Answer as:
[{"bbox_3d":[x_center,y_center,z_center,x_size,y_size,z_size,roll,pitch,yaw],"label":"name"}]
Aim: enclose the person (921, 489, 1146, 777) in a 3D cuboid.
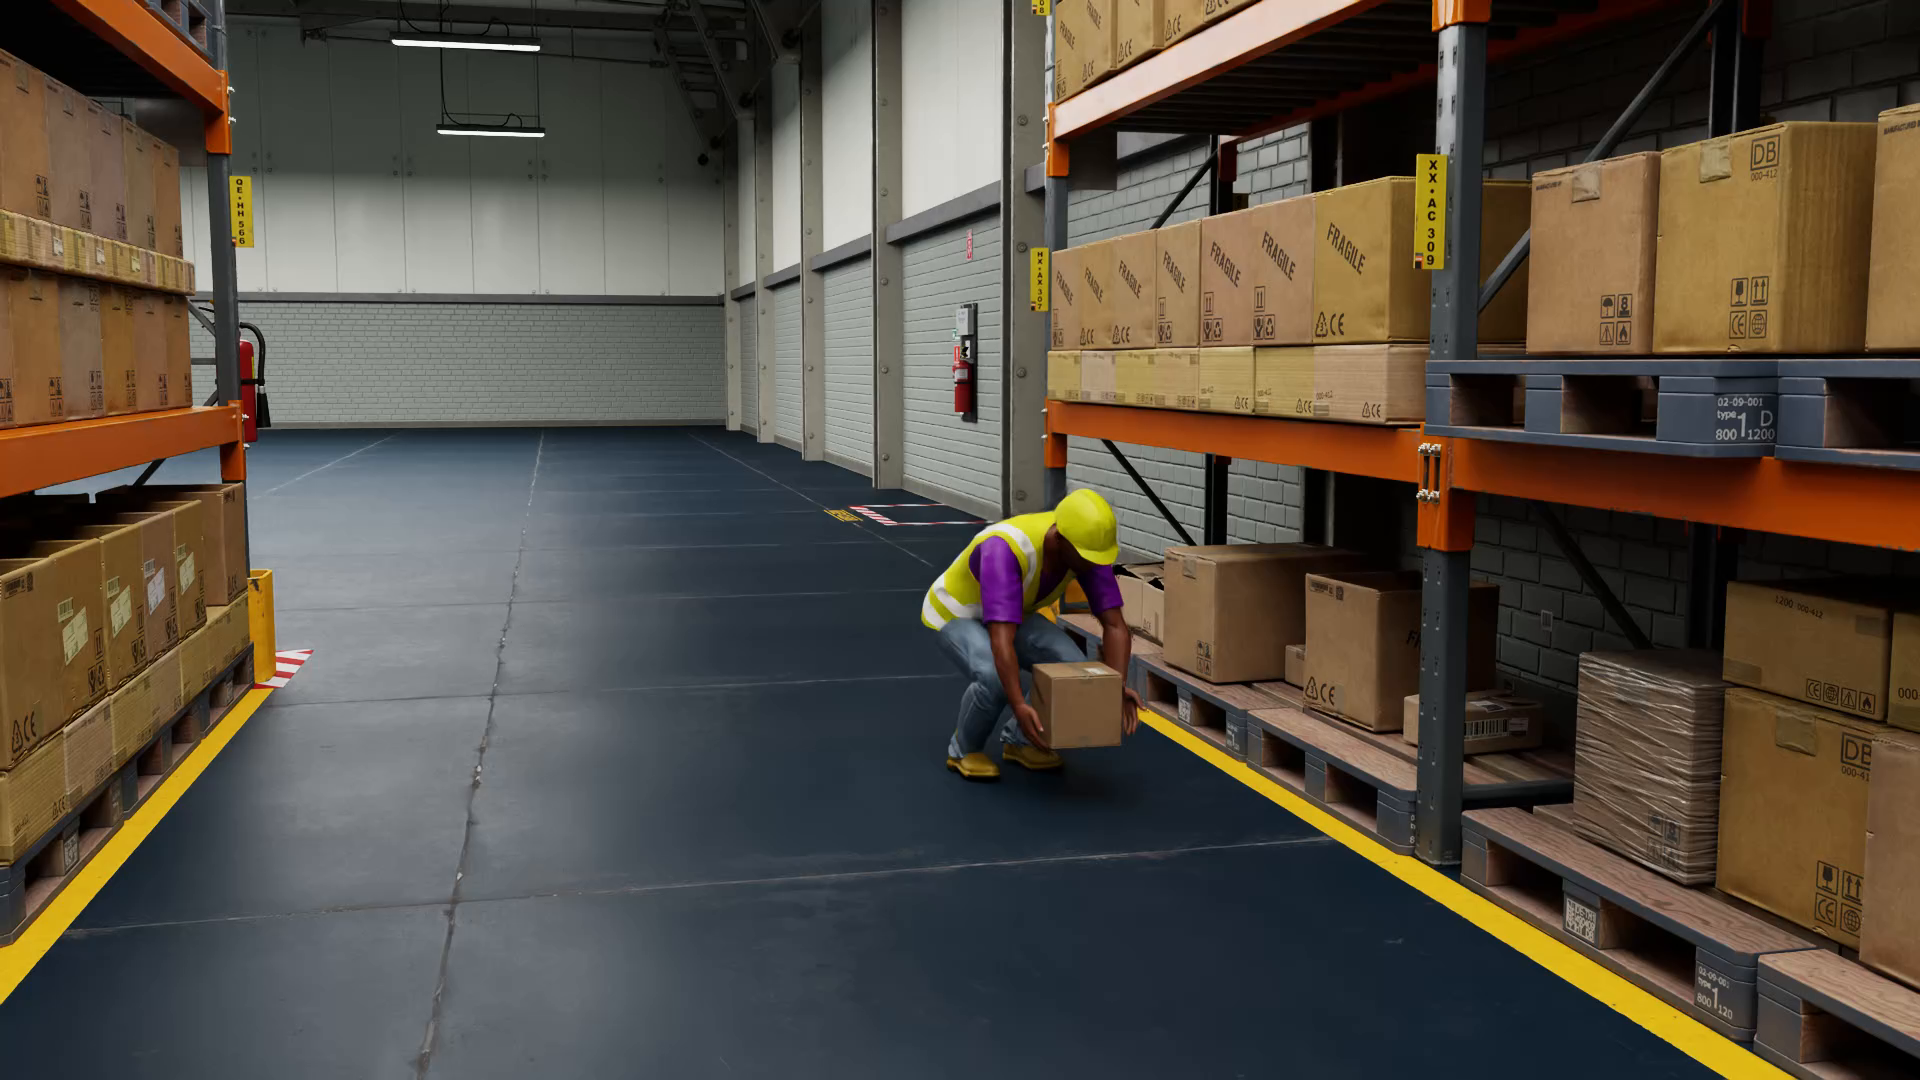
[{"bbox_3d":[0.255,0.329,6.055,0.594,1.073,0.863,-4,7,-31],"label":"person"}]
